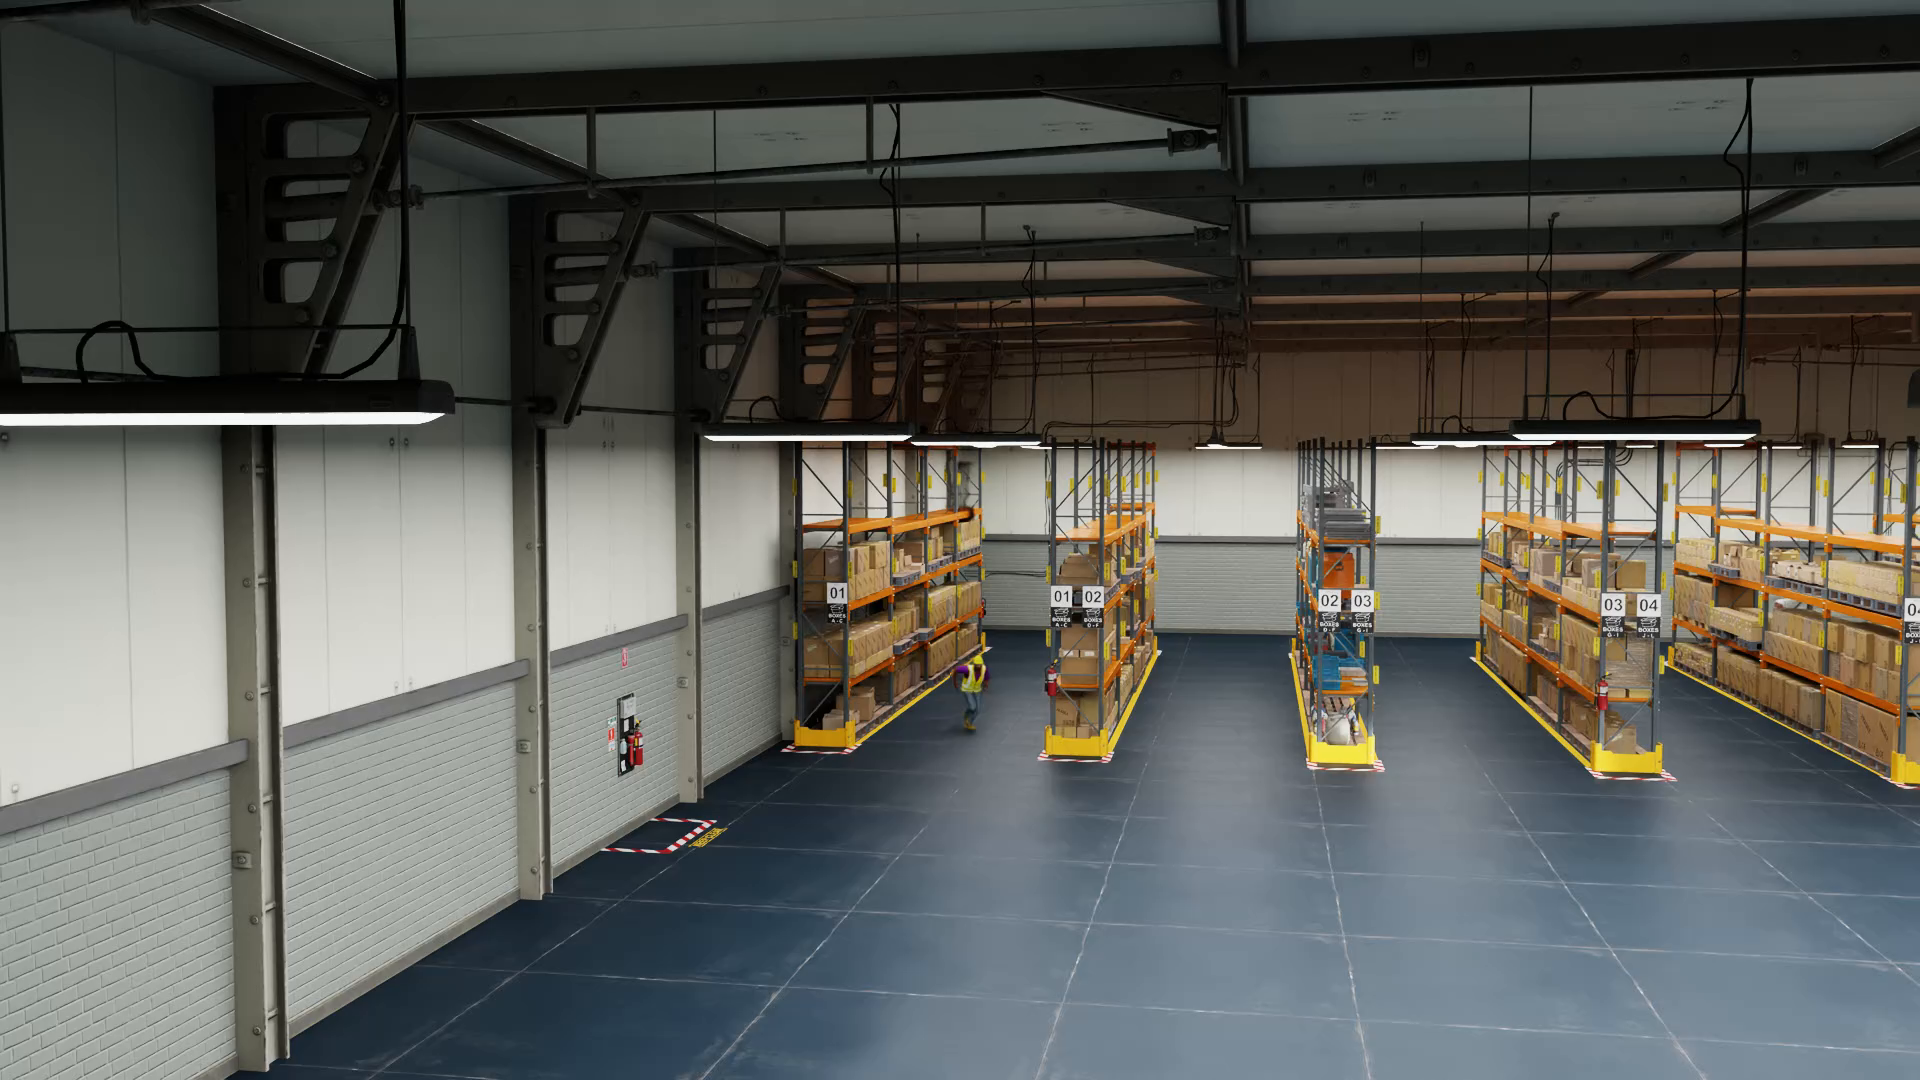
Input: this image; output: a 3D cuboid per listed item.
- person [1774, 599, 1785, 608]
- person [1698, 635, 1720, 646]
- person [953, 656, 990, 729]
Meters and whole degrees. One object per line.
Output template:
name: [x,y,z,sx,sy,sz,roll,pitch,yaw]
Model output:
person: [22.256,2.467,45.204,0.601,1.733,0.686,0,3,3]
person: [20.426,2.480,45.414,0.657,1.664,0.925,-3,4,-44]
person: [0.236,3.131,34.047,0.735,1.578,0.838,-1,3,-22]
